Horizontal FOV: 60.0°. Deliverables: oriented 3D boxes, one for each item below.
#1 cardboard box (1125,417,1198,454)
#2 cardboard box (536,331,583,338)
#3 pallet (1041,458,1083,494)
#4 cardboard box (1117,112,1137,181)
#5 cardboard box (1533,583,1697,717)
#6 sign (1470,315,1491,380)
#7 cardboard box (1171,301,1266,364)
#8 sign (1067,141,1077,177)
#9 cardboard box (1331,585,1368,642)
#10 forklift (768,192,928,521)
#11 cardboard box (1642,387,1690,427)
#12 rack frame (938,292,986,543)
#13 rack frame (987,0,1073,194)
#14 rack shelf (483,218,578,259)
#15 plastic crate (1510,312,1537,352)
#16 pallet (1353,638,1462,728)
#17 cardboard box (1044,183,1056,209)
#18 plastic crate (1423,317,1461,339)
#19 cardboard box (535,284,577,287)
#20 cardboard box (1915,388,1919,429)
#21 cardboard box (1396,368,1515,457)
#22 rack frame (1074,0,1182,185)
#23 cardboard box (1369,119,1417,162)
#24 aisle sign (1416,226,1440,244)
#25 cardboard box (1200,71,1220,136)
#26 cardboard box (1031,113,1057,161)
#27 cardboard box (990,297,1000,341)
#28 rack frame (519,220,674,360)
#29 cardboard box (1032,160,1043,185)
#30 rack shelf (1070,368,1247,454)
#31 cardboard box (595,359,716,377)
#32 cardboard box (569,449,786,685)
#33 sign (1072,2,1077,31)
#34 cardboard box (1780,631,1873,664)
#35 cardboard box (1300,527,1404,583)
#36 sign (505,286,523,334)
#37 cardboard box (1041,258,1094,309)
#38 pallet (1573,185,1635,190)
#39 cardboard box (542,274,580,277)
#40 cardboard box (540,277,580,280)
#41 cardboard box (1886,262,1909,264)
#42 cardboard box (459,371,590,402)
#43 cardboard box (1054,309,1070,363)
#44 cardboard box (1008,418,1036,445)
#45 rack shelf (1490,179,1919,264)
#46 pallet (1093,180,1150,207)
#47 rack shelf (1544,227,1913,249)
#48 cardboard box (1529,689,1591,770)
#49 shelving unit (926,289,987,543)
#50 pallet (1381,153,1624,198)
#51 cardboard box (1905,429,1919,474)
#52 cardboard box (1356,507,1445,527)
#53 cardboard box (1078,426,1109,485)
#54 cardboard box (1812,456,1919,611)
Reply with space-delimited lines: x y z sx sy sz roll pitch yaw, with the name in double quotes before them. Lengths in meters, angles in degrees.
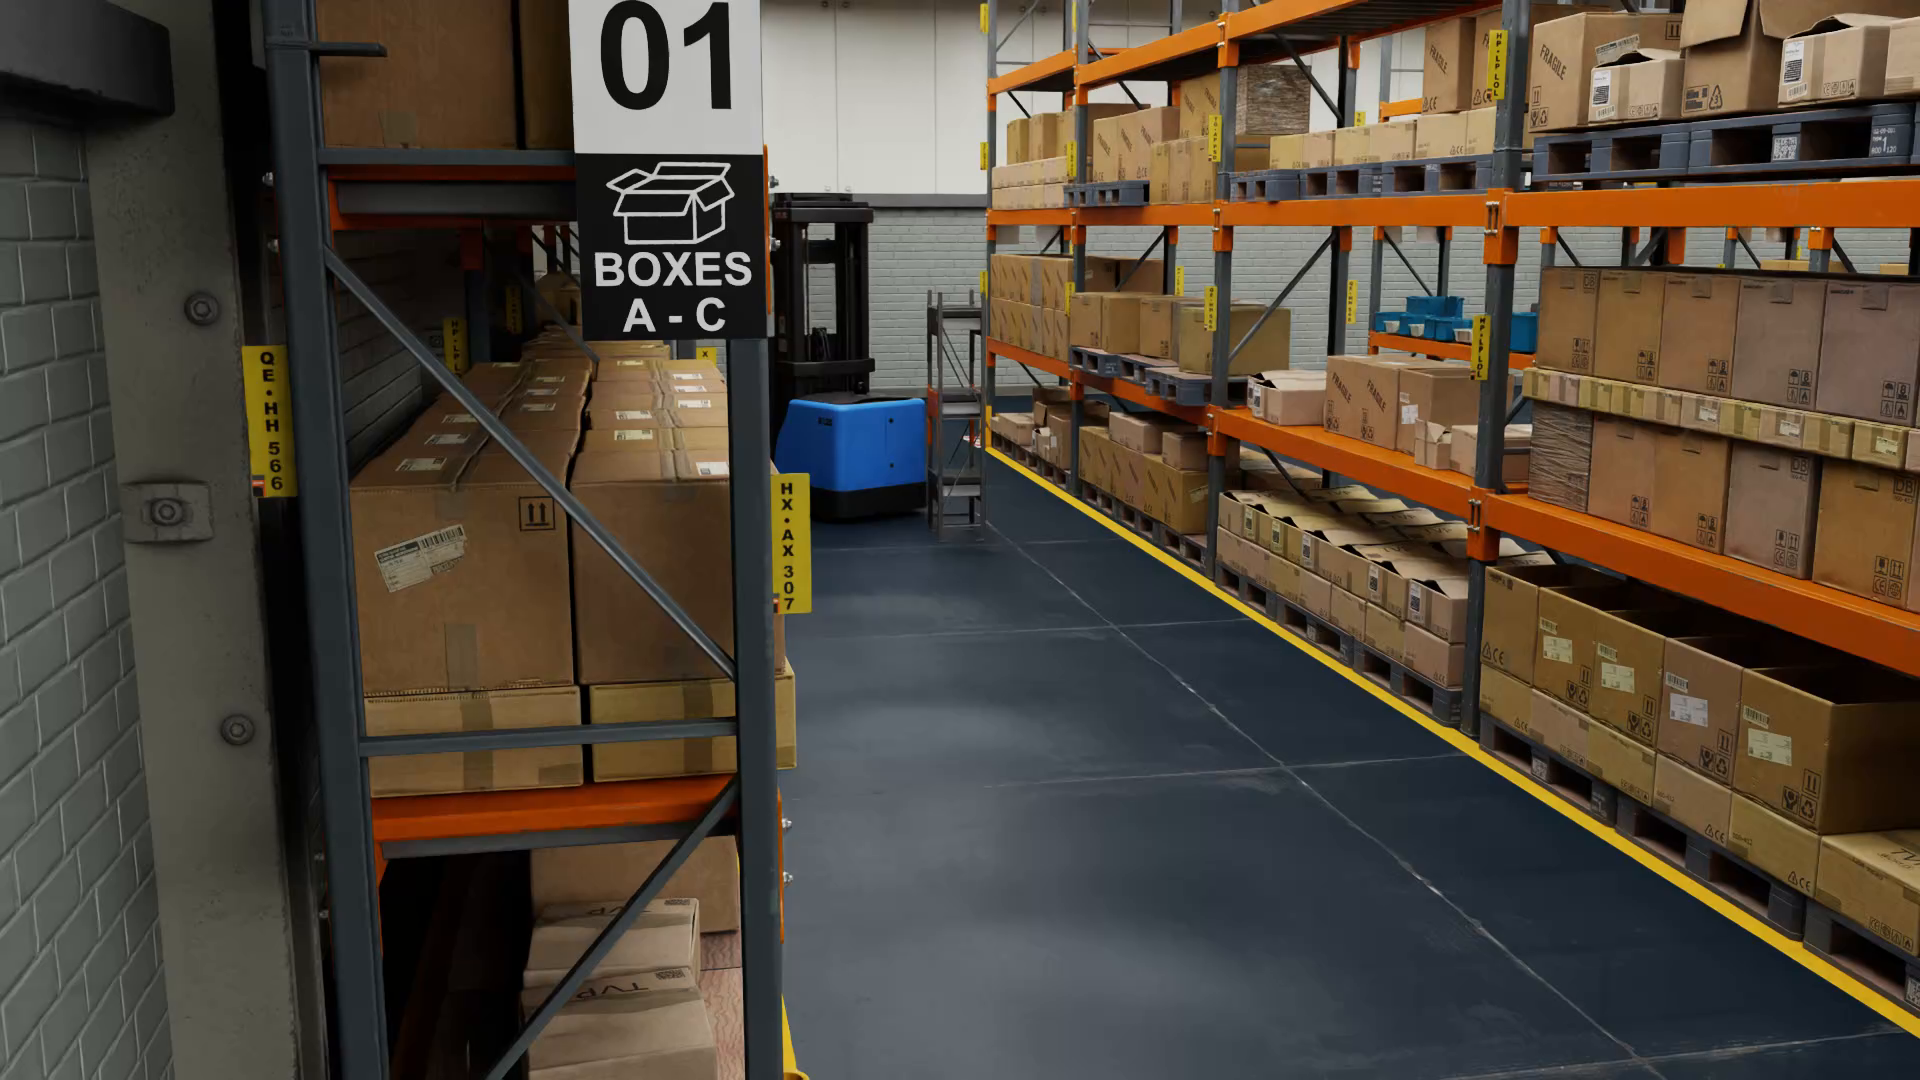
"cardboard box" 1.747 -0.911 14.463 0.500 0.250 0.500 -2 11 -12
"cardboard box" -2.115 -0.965 9.798 0.700 0.500 0.500 -2 11 -11
"pallet" 1.467 -0.683 17.223 1.003 0.211 1.213 -2 11 -11
"cardboard box" 1.778 -3.489 14.823 0.600 0.600 0.600 -2 11 -12
"cardboard box" 3.044 0.504 7.752 0.500 0.500 0.500 -2 11 -11
"sign" 2.625 -0.969 8.378 0.100 0.325 0.005 -2 11 -11
"cardboard box" 2.154 -1.735 13.901 0.700 0.500 0.500 0 11 0
"sign" 1.069 -3.634 15.861 0.100 0.325 0.005 -2 11 -11
"cardboard box" 2.594 0.432 10.134 0.500 0.250 0.500 -2 11 -10
"forklift" -1.624 -1.837 16.008 1.130 2.935 3.031 -9 14 -39
"cardboard box" 3.218 -0.584 7.242 0.380 0.149 0.250 -2 11 -13
"rack frame" 0.015 -1.017 13.925 0.400 2.100 0.015 -2 11 -11
"rack frame" 0.822 -5.608 19.594 1.000 3.000 0.127 -2 11 -11
"rack shelf" -2.092 -1.766 9.356 1.077 0.370 4.000 -2 11 -11
"plastic crate" 6.034 -2.202 17.624 0.392 0.384 0.575 -2 11 -11
"pallet" 2.974 0.776 9.555 1.003 0.211 1.213 -2 11 -11
"cardboard box" 1.158 -3.499 16.936 0.500 0.250 0.500 -2 11 -11
"plastic crate" 5.663 -2.489 19.538 0.416 0.233 0.300 -2 11 -11
"cardboard box" -2.920 -1.755 12.274 0.500 0.250 0.500 -2 11 -13
"cardboard box" 3.738 -0.605 5.616 0.700 0.500 0.500 -2 11 -12
"cardboard box" 2.920 -0.747 9.833 0.500 0.500 0.500 -1 11 -7
"rack frame" 1.600 -4.874 15.740 1.000 3.000 0.127 -2 11 -11
"cardboard box" 2.844 -2.419 10.140 0.500 0.250 0.500 -3 11 -16
"aisle sign" 5.955 -4.141 20.980 0.394 0.787 0.004 -2 11 -11
"cardboard box" 2.200 -3.381 12.976 0.500 0.500 0.500 -2 11 -11
"cardboard box" 1.160 -4.304 17.821 0.700 0.500 0.500 -2 11 -11
"cardboard box" 0.650 -2.619 19.668 0.500 0.500 0.500 -2 11 -10
"rack frame" -2.481 -1.013 11.496 1.000 3.000 0.127 -2 11 -11
"cardboard box" 1.050 -3.836 17.369 0.500 0.250 0.500 -2 11 -11
"rack shelf" 1.989 -1.207 14.441 1.077 0.370 4.000 -2 11 -11
"cardboard box" -1.307 -0.508 7.187 0.500 0.500 0.500 -2 11 -11
"cardboard box" -0.723 0.051 4.247 0.500 0.500 0.500 -2 11 -11
"sign" 1.370 -6.161 19.578 0.100 0.325 0.005 -2 11 -11
"cardboard box" 3.759 0.668 6.890 0.500 0.500 0.500 -2 11 -11
"cardboard box" 2.500 0.066 10.559 0.500 0.311 0.500 -2 11 -12
"sign" -3.024 -1.561 11.279 0.100 0.325 0.005 -2 11 -11
"cardboard box" 1.145 -2.645 17.129 0.500 0.500 0.500 -2 11 -12
"pallet" 6.708 -3.347 16.244 1.213 0.211 1.003 -2 11 -11
"cardboard box" -3.425 -2.226 14.748 0.500 0.250 0.500 -2 11 -9
"cardboard box" -3.214 -2.039 13.763 0.500 0.250 0.500 -3 11 -13
"cardboard box" 11.281 -3.011 19.593 0.500 0.500 0.500 -2 11 -13
"cardboard box" -1.719 -0.395 6.592 0.500 0.500 0.500 -2 11 -11
"cardboard box" 1.251 -2.059 16.724 0.500 0.500 0.500 -2 11 -10
"cardboard box" 0.844 -1.233 18.829 0.500 0.250 0.500 -2 11 -11
"rack shelf" 3.545 -1.213 6.451 1.077 0.370 4.000 -2 11 -11
"pallet" 1.863 -2.996 14.397 1.213 0.211 1.003 -2 11 -11
"rack shelf" 6.848 -2.860 15.103 1.077 0.370 4.000 -2 11 -11
"cardboard box" 3.041 0.872 7.822 0.500 0.250 0.500 -2 11 -11
"shelving unit" -0.032 -1.062 14.160 0.431 2.100 0.503 -2 11 -11
"pallet" 2.972 -2.001 9.177 0.805 0.209 1.217 -3 11 -13
"cardboard box" 3.524 -0.299 5.740 0.380 0.149 0.250 -2 11 -10
"cardboard box" 2.924 -0.050 11.167 0.500 0.311 0.500 -2 11 -11
"cardboard box" 1.455 -0.818 15.980 0.500 0.500 0.500 -3 11 -14
"cardboard box" 3.658 -0.049 6.165 0.700 0.500 0.500 -2 11 -11
